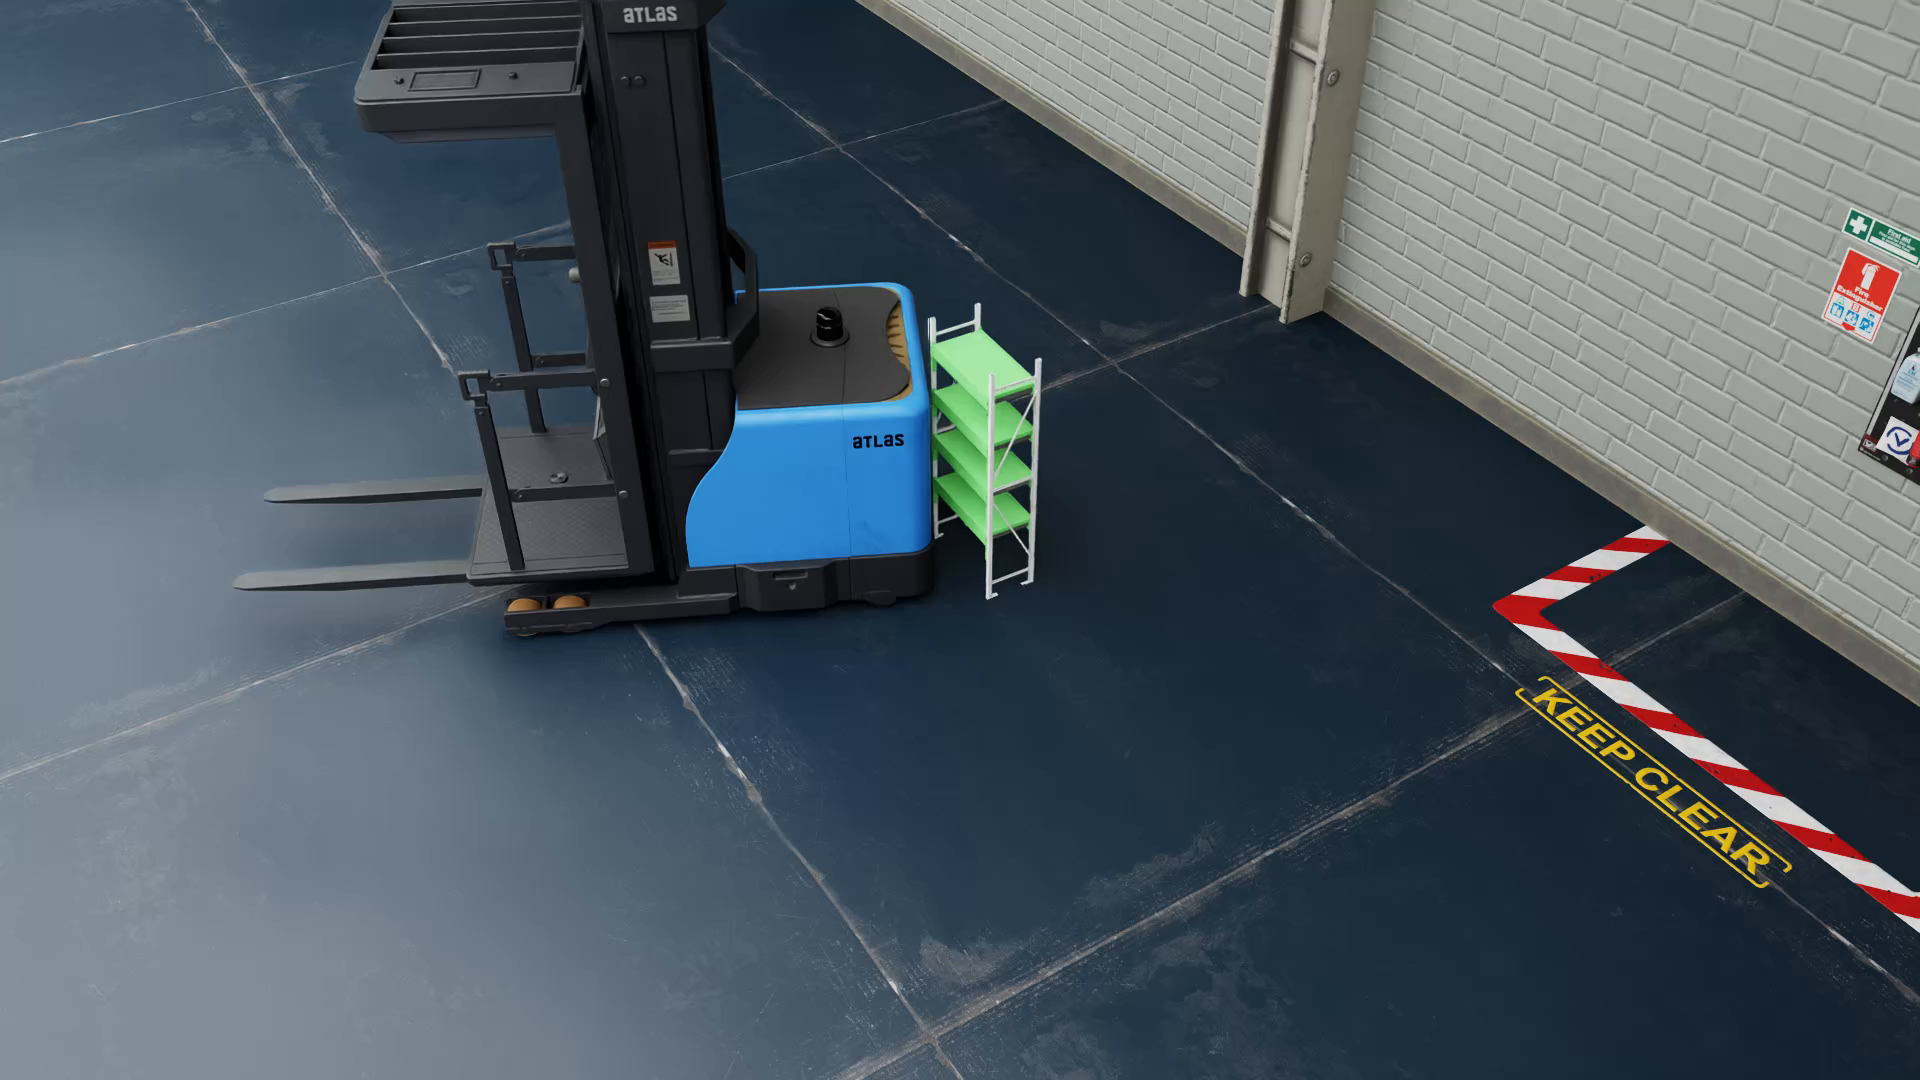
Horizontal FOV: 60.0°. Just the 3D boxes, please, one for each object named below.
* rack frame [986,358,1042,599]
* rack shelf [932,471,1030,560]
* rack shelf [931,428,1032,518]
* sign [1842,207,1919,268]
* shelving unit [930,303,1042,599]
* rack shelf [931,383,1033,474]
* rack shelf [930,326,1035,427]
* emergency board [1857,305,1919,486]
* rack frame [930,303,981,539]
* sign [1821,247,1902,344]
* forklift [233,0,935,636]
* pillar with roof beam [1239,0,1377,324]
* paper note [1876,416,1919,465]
[{"bbox_3d":[0.224,-0.237,7.097,0.240,1.200,0.015,-20,44,-23],"label":"rack frame"},{"bbox_3d":[0.103,-0.139,7.454,0.258,0.148,0.480,-20,44,-23],"label":"rack shelf"},{"bbox_3d":[0.103,-0.323,7.300,0.258,0.148,0.480,-20,44,-23],"label":"rack shelf"},{"bbox_3d":[3.531,-1.157,6.353,0.001,0.109,0.331,-22,45,-24],"label":"sign"},{"bbox_3d":[0.103,-0.372,7.259,0.258,1.200,0.503,-20,44,-23],"label":"shelving unit"},{"bbox_3d":[0.103,-0.508,7.147,0.258,0.148,0.480,-20,44,-23],"label":"rack shelf"},{"bbox_3d":[0.103,-0.692,6.993,0.258,0.148,0.480,-20,44,-23],"label":"rack shelf"},{"bbox_3d":[3.747,-0.611,6.140,0.194,1.169,0.643,-22,45,-24],"label":"emergency board"},{"bbox_3d":[-0.019,-0.508,7.422,0.240,1.200,0.015,-20,44,-23],"label":"rack frame"},{"bbox_3d":[3.536,-0.959,6.530,0.001,0.329,0.234,-22,45,-24],"label":"sign"},{"bbox_3d":[-1.662,-1.065,6.738,3.031,2.935,1.130,-4,40,-5],"label":"forklift"},{"bbox_3d":[-1.813,-3.326,4.712,9.100,9.000,0.400,-22,45,-24],"label":"pillar with roof beam"},{"bbox_3d":[3.710,-0.392,6.566,0.016,0.148,0.142,-22,45,-24],"label":"paper note"}]
